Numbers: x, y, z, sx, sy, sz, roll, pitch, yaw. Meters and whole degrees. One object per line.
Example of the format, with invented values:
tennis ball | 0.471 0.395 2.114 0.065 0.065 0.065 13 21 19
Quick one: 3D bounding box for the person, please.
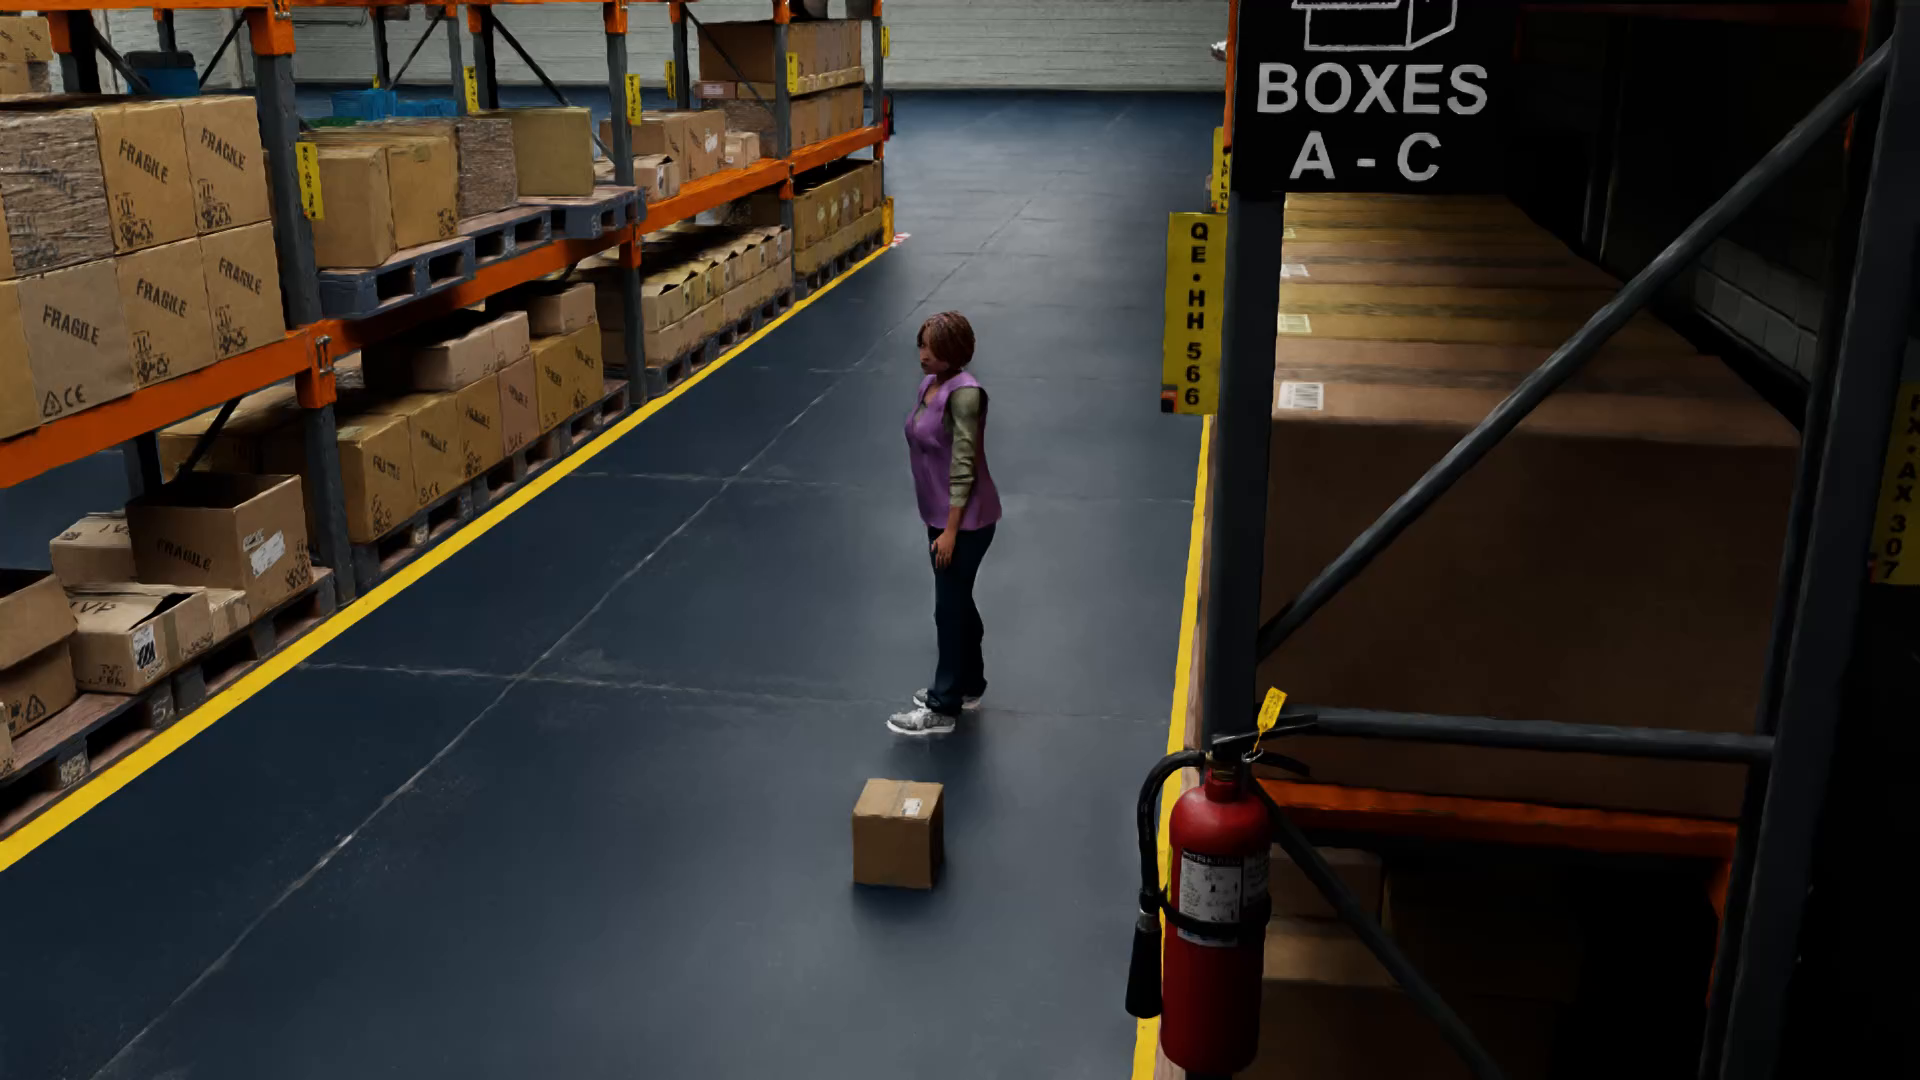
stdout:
person | -0.096 -0.061 6.193 0.467 1.603 0.482 -6 19 -18
